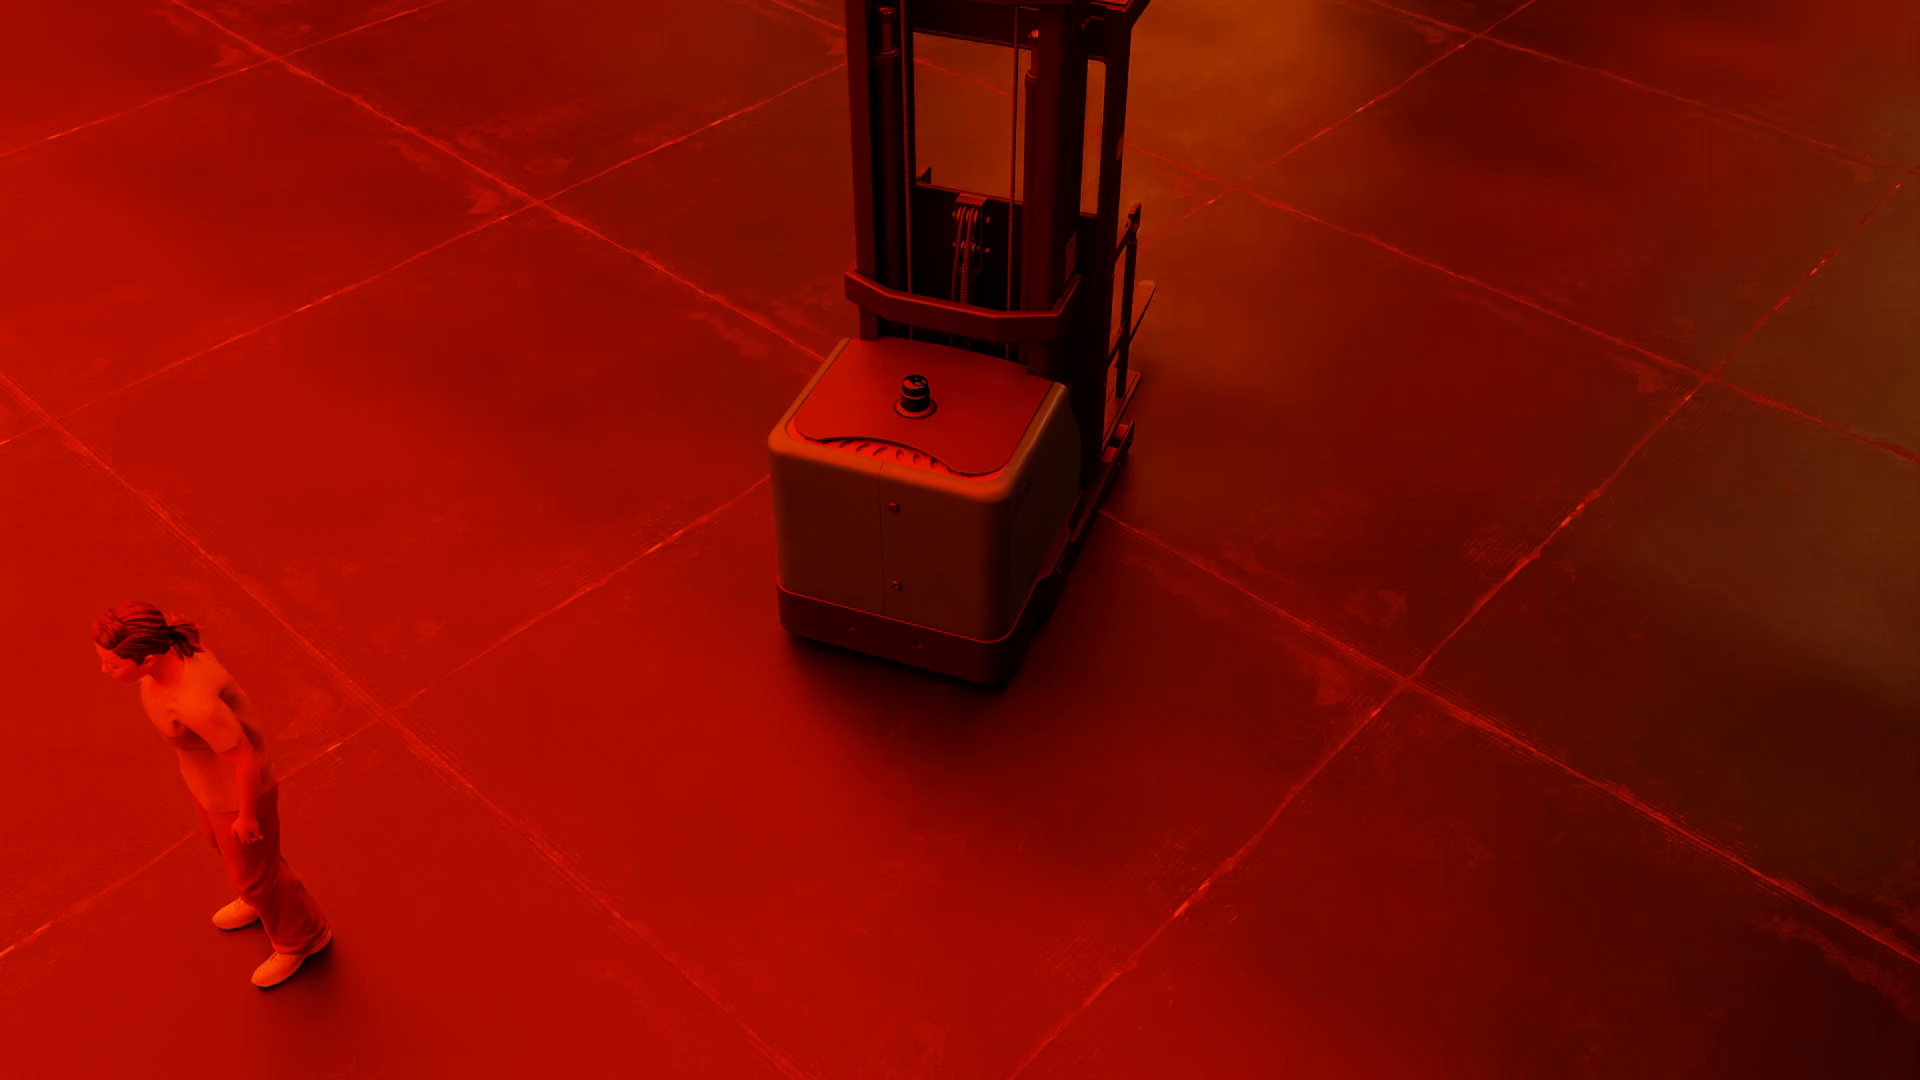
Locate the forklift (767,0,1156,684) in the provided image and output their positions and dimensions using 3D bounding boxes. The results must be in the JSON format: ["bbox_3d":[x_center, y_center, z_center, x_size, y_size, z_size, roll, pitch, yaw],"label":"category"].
[{"bbox_3d":[0.211,-1.484,7.158,1.130,2.935,3.031,14,42,15],"label":"forklift"}]

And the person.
[{"bbox_3d":[-2.427,0.804,5.458,0.352,1.673,0.502,-30,49,-30],"label":"person"}]
